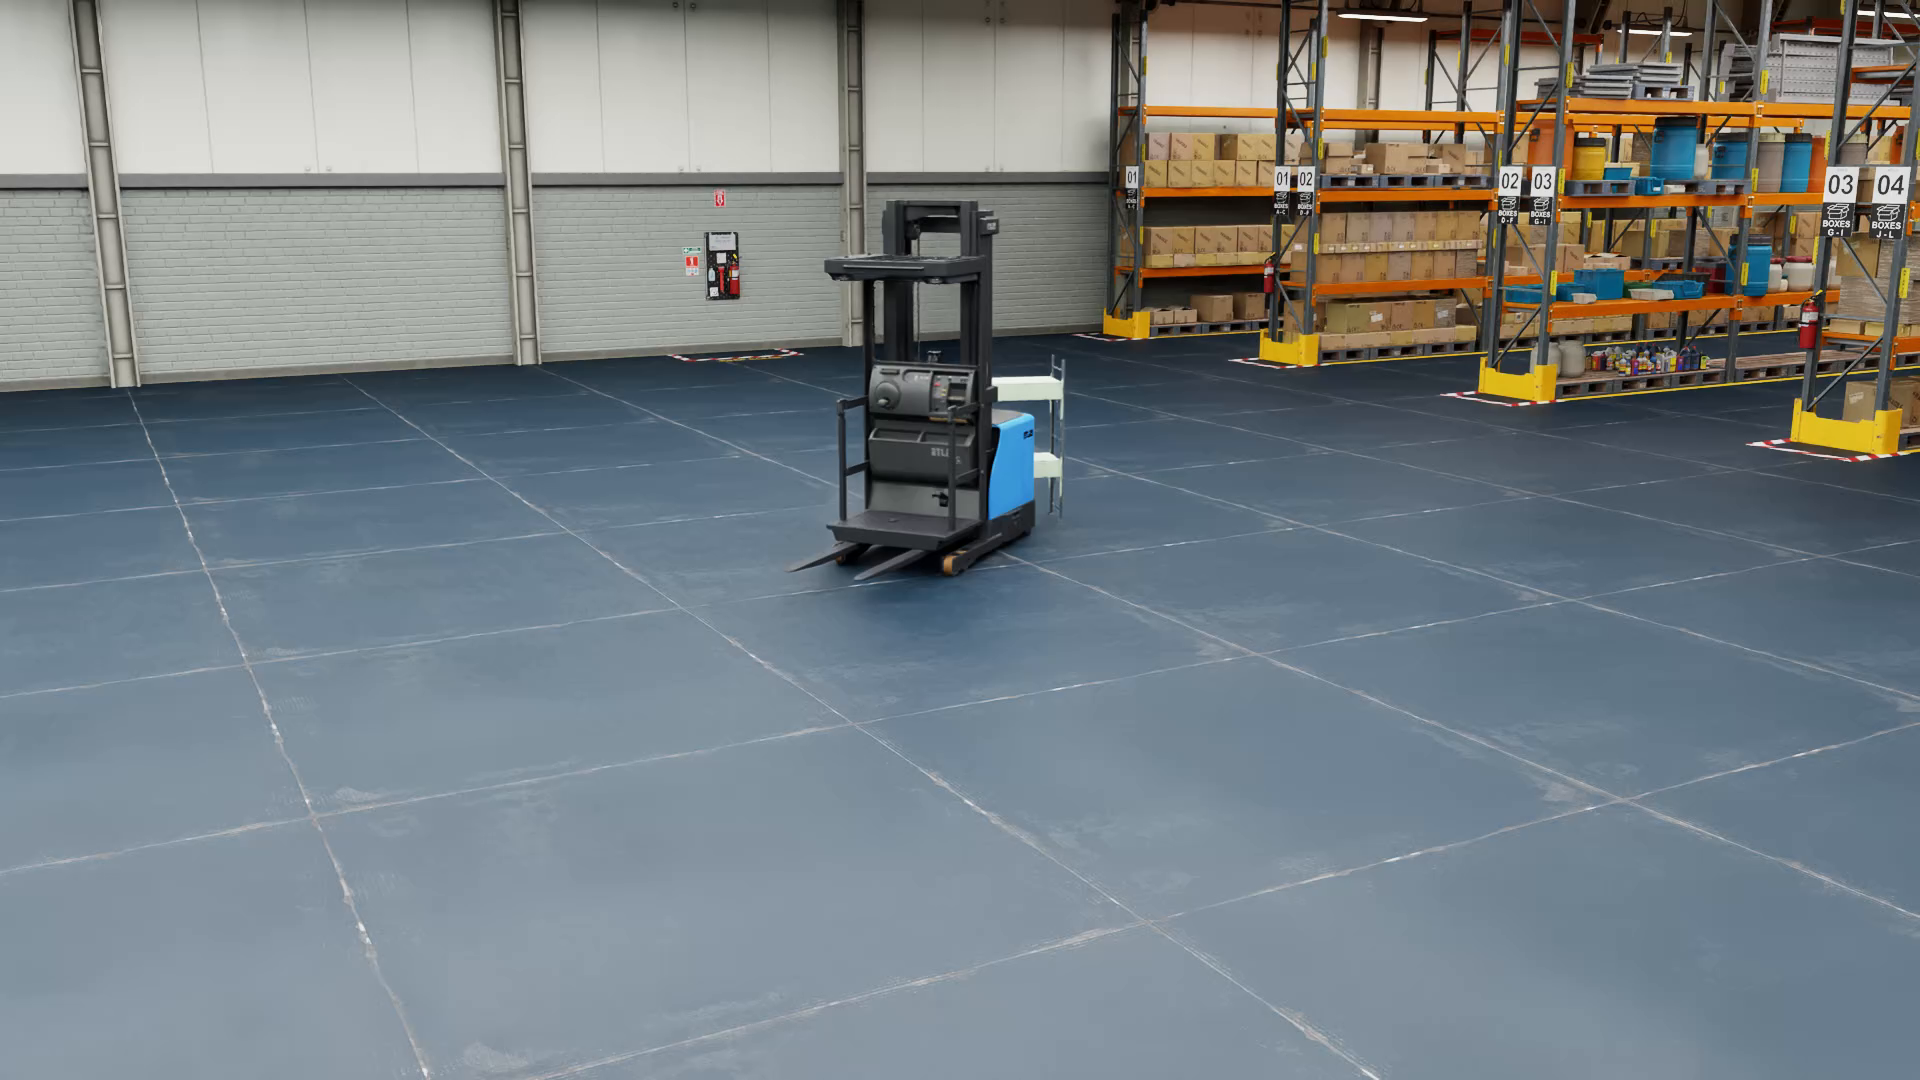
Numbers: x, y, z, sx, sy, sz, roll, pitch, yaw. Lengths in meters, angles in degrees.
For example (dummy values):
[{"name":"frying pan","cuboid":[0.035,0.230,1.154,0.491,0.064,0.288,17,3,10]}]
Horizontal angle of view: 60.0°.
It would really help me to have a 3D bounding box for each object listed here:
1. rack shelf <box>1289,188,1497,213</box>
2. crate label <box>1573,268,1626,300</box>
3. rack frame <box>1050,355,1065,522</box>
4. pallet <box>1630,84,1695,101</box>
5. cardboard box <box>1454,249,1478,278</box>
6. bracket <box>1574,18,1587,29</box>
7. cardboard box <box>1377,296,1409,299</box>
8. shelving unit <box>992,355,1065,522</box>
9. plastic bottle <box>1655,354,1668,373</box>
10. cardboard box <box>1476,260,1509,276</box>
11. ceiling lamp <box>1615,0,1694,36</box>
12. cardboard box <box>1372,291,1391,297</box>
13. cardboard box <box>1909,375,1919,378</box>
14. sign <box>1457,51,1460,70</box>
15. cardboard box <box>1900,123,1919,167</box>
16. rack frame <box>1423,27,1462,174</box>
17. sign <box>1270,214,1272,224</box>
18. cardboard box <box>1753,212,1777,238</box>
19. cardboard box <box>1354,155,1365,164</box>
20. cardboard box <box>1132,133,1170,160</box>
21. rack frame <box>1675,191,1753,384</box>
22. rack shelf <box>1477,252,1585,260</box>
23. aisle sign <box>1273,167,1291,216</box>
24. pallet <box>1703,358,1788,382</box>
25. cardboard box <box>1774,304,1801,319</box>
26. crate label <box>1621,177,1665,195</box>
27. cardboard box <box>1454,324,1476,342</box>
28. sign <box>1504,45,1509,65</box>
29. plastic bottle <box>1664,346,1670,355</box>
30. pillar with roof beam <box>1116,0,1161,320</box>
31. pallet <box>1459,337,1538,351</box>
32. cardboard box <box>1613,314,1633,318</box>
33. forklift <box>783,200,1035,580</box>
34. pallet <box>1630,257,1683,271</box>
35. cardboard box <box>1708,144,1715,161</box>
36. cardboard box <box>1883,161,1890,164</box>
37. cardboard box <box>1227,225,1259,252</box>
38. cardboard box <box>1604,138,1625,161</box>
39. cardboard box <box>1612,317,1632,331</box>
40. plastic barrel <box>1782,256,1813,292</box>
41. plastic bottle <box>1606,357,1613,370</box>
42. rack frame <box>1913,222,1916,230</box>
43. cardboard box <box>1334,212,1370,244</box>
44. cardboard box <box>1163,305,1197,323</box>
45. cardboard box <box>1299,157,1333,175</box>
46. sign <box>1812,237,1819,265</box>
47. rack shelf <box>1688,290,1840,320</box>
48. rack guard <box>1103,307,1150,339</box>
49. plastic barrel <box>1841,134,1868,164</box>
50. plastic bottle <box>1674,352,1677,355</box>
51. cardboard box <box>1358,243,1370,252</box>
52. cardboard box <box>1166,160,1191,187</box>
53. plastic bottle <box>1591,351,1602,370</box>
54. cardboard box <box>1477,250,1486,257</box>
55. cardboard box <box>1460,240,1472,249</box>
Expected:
[{"name":"rack shelf","cuboid":[7.281,-5.783,28.279,4.000,0.370,1.077,-7,14,-28]},{"name":"crate label","cuboid":[9.382,-3.768,24.439,0.616,0.435,0.502,-7,14,-28]},{"name":"rack frame","cuboid":[0.900,-0.942,15.377,0.023,1.500,0.400,-3,13,-11]},{"name":"pallet","cuboid":[9.624,-6.344,23.643,1.213,0.211,1.003,-7,14,-28]},{"name":"cardboard box","cuboid":[8.650,-4.881,29.240,0.500,0.500,0.700,-7,15,-29]},{"name":"bracket","cuboid":[13.688,-11.488,36.960,0.430,0.232,0.235,-7,14,-28]},{"name":"cardboard box","cuboid":[7.602,-4.016,29.221,0.500,0.500,0.500,-7,14,-28]},{"name":"shelving unit","cuboid":[0.541,-0.925,15.305,0.755,1.500,0.431,-3,13,-11]},{"name":"plastic bottle","cuboid":[10.383,-2.618,24.610,0.135,0.276,0.152,-7,14,-27]},{"name":"cardboard box","cuboid":[9.448,-4.868,29.748,0.500,0.250,0.500,-6,14,-24]},{"name":"ceiling lamp","cuboid":[14.294,-11.822,33.351,2.000,3.185,0.800,-7,14,-28]},{"name":"cardboard box","cuboid":[8.633,-5.075,35.021,0.500,0.500,0.700,-7,14,-28]},{"name":"cardboard box","cuboid":[11.892,-1.730,20.200,0.500,0.500,0.500,-5,14,-23]},{"name":"sign","cuboid":[8.766,-8.405,29.153,0.005,0.325,0.100,-7,14,-28]},{"name":"cardboard box","cuboid":[11.508,-4.663,19.623,0.500,0.500,0.500,-7,14,-28]},{"name":"rack frame","cuboid":[10.171,-9.182,34.915,0.127,3.000,1.000,-7,14,-28]},{"name":"sign","cuboid":[6.391,-6.506,34.051,0.005,0.325,0.100,-7,14,-28]},{"name":"cardboard box","cuboid":[16.378,-6.362,33.541,0.500,0.500,0.500,-7,14,-28]},{"name":"cardboard box","cuboid":[6.898,-6.383,28.237,0.500,0.311,0.500,-5,14,-21]},{"name":"cardboard box","cuboid":[3.603,-7.418,31.354,0.500,0.500,0.500,-8,15,-32]},{"name":"rack frame","cuboid":[11.407,-3.926,25.220,0.127,3.000,1.000,-7,14,-28]},{"name":"rack shelf","cuboid":[11.926,-6.115,36.588,4.000,0.370,1.077,-7,14,-28]},{"name":"aisle sign","cuboid":[5.327,-5.778,27.529,0.004,0.787,0.394,-7,14,-28]},{"name":"pallet","cuboid":[12.078,-2.655,25.927,1.213,0.211,1.003,-7,14,-28]},{"name":"cardboard box","cuboid":[16.531,-4.628,33.461,0.500,0.311,0.500,-7,14,-28]},{"name":"crate label","cuboid":[9.697,-5.029,23.630,0.408,0.251,0.502,-7,14,-28]},{"name":"cardboard box","cuboid":[8.734,-3.653,29.316,0.500,0.250,0.500,-7,14,-28]},{"name":"sign","cuboid":[9.281,-8.231,28.199,0.005,0.325,0.100,-7,14,-28]},{"name":"plastic bottle","cuboid":[10.917,-2.860,25.698,0.097,0.271,0.097,0,13,0]},{"name":"pillar with roof beam","cuboid":[5.412,-7.752,28.557,0.548,9.000,9.100,-7,14,-28]},{"name":"pallet","cuboid":[9.665,-3.605,30.148,1.213,0.211,1.003,-7,14,-28]},{"name":"cardboard box","cuboid":[12.206,-4.336,31.072,0.500,0.311,0.500,-6,14,-26]},{"name":"forklift","cuboid":[-0.402,-1.252,13.495,1.130,2.935,3.031,6,14,24]},{"name":"pallet","cuboid":[13.109,-5.293,31.732,1.003,0.211,1.213,-7,14,-28]},{"name":"cardboard box","cuboid":[14.412,-7.308,32.008,0.600,0.600,0.600,-7,15,-30]},{"name":"cardboard box","cuboid":[18.802,-7.621,34.013,0.500,0.250,0.500,-7,14,-28]},{"name":"cardboard box","cuboid":[5.511,-5.923,32.686,0.500,0.500,0.500,-7,15,-29]},{"name":"cardboard box","cuboid":[14.442,-8.707,37.085,0.500,0.500,0.500,-7,14,-28]},{"name":"cardboard box","cuboid":[12.203,-4.062,31.135,0.500,0.250,0.500,-6,14,-27]},{"name":"plastic barrel","cuboid":[12.996,-4.127,25.808,0.433,0.535,0.433,0,13,0]},{"name":"plastic bottle","cuboid":[9.730,-2.646,24.905,0.097,0.201,0.097,0,13,0]},{"name":"rack frame","cuboid":[19.570,-6.143,35.073,0.127,3.000,1.000,-7,14,-28]},{"name":"cardboard box","cuboid":[6.447,-5.250,27.923,0.500,0.500,0.700,-7,15,-29]},{"name":"cardboard box","cuboid":[4.300,-4.432,32.594,0.500,0.311,0.500,-6,14,-23]},{"name":"cardboard box","cuboid":[7.178,-7.594,33.505,0.500,0.500,0.500,-5,13,-20]},{"name":"sign","cuboid":[10.021,-3.378,19.432,0.005,0.325,0.100,-7,14,-28]},{"name":"rack shelf","cuboid":[13.162,-3.785,26.234,4.000,0.370,1.077,-7,14,-28]},{"name":"rack guard","cuboid":[3.216,-4.203,32.144,0.348,0.500,1.175,-7,14,-28]},{"name":"plastic barrel","cuboid":[14.093,-6.010,26.508,0.600,0.901,0.600,0,13,0]},{"name":"plastic bottle","cuboid":[10.718,-2.694,24.949,0.135,0.276,0.152,-7,14,-28]},{"name":"cardboard box","cuboid":[6.646,-4.905,27.868,0.250,0.149,0.380,-7,14,-29]},{"name":"cardboard box","cuboid":[4.051,-6.973,31.654,0.500,0.500,0.500,-6,14,-24]},{"name":"plastic bottle","cuboid":[9.532,-2.690,24.930,0.135,0.276,0.152,-7,14,-27]},{"name":"cardboard box","cuboid":[11.070,-6.169,35.717,0.250,0.149,0.380,-6,14,-26]},{"name":"cardboard box","cuboid":[8.683,-5.150,28.957,0.250,0.149,0.380,-7,15,-29]}]
